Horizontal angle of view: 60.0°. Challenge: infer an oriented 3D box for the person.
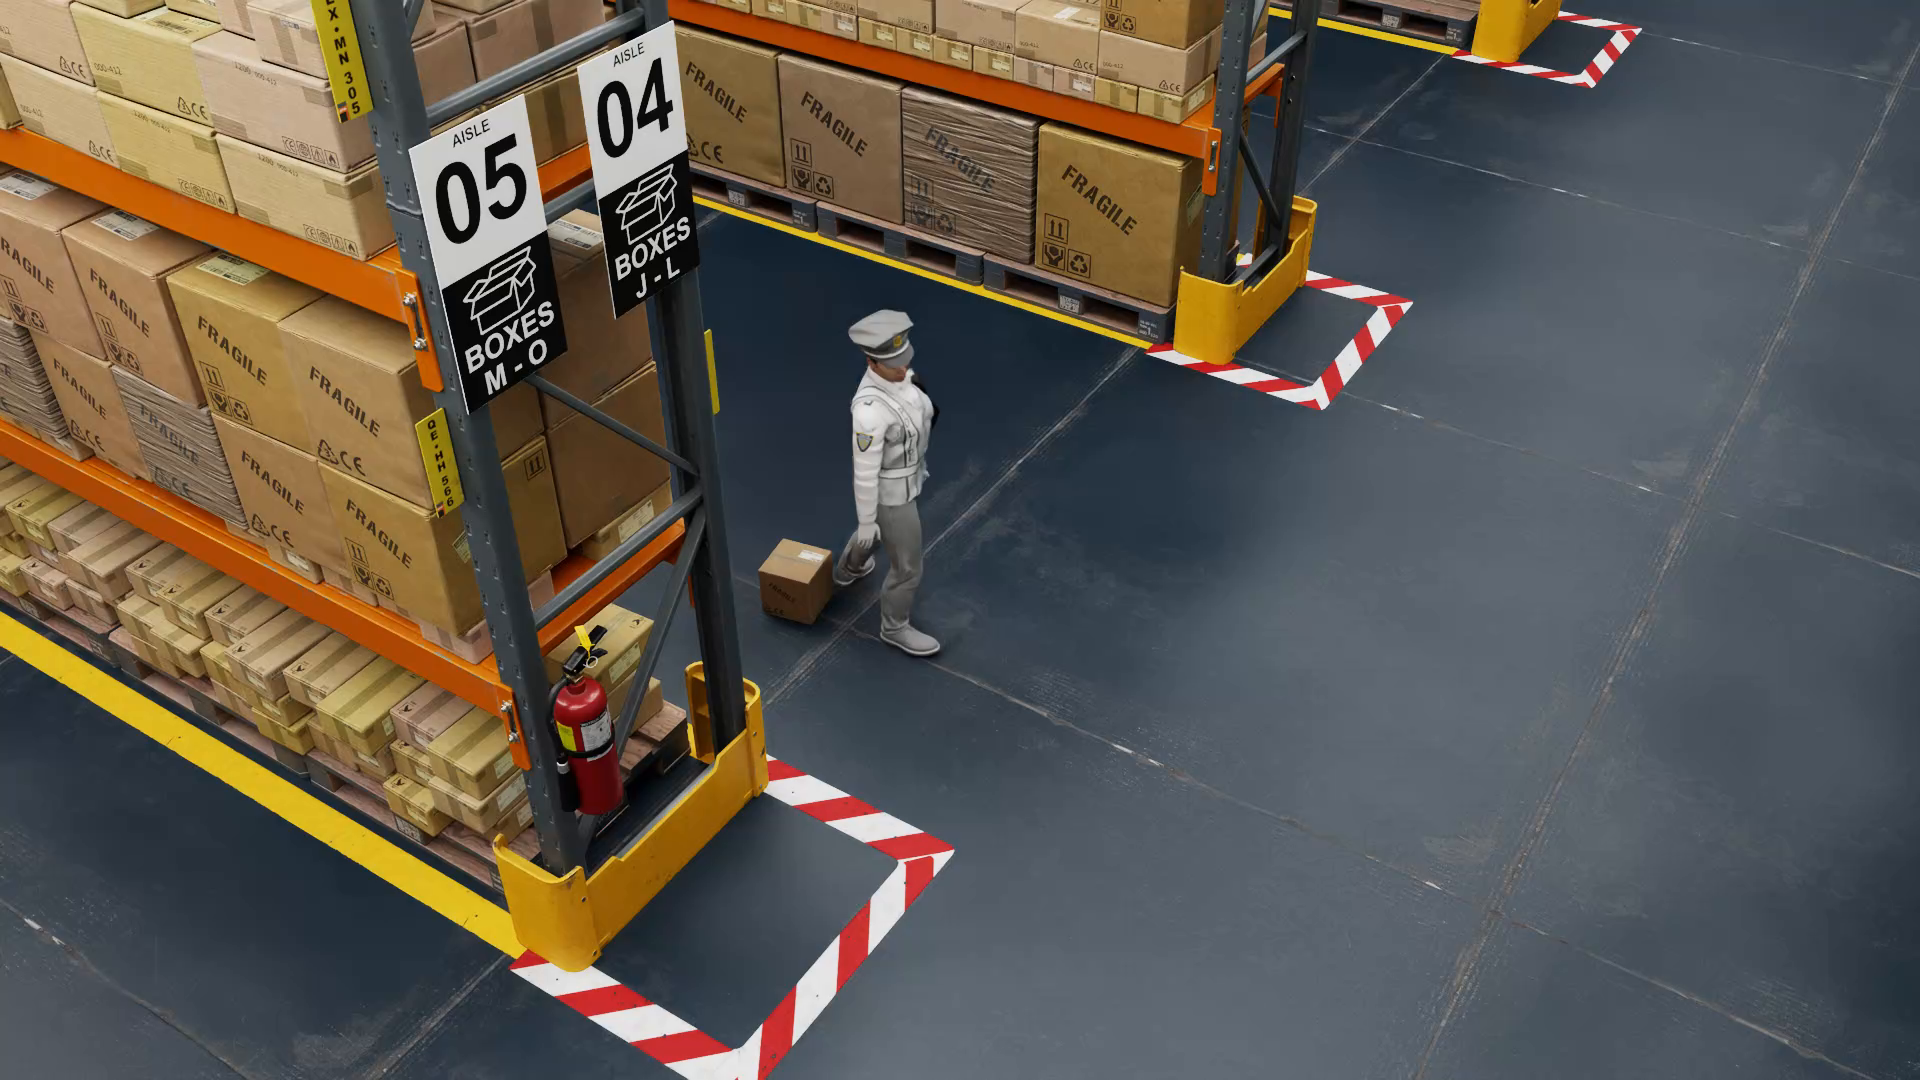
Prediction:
[{"bbox_3d":[-0.333,-0.288,7.035,0.538,1.654,0.727,4,39,6],"label":"person"}]
